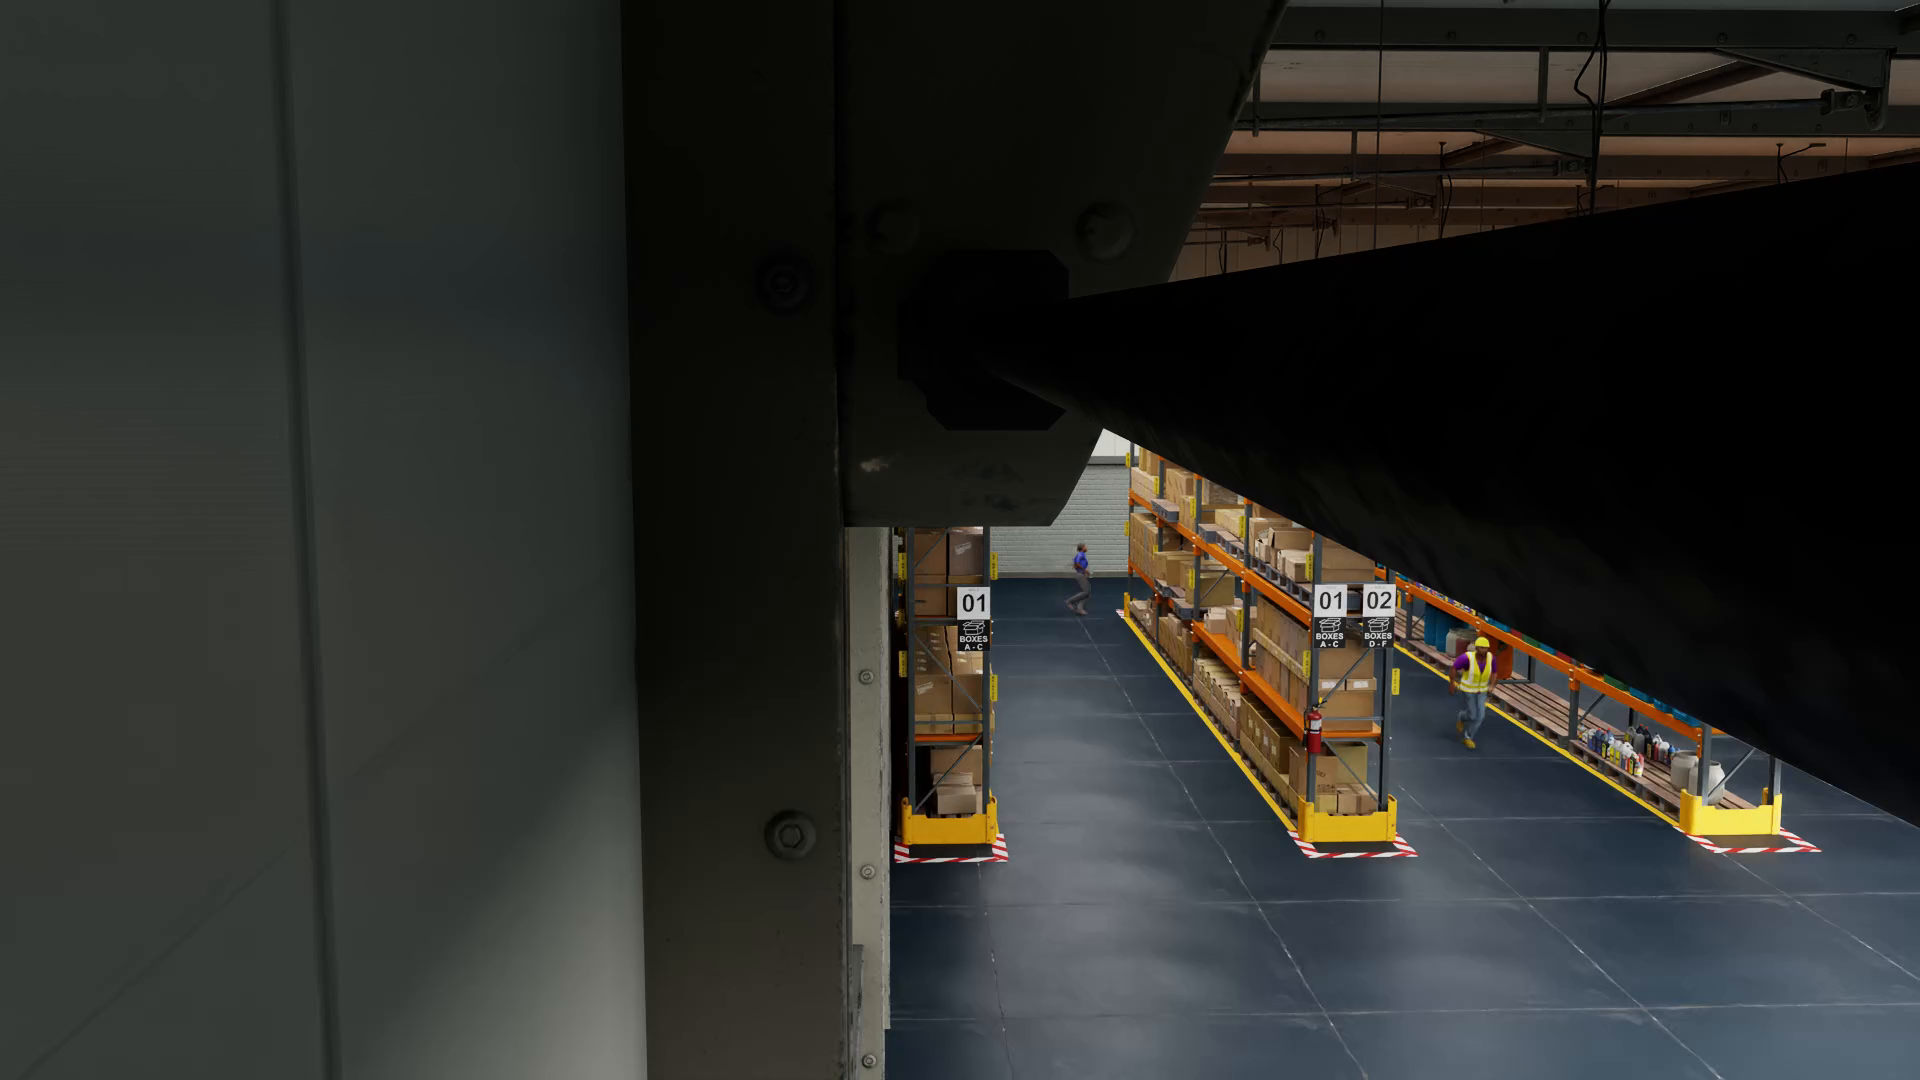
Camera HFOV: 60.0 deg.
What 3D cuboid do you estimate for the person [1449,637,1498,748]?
[{"bbox_3d":[7.780,2.279,25.179,0.685,1.695,0.698,-2,8,-15],"label":"person"}]

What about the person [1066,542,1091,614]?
[{"bbox_3d":[2.639,0.883,37.024,0.545,1.453,0.717,1,7,6],"label":"person"}]
